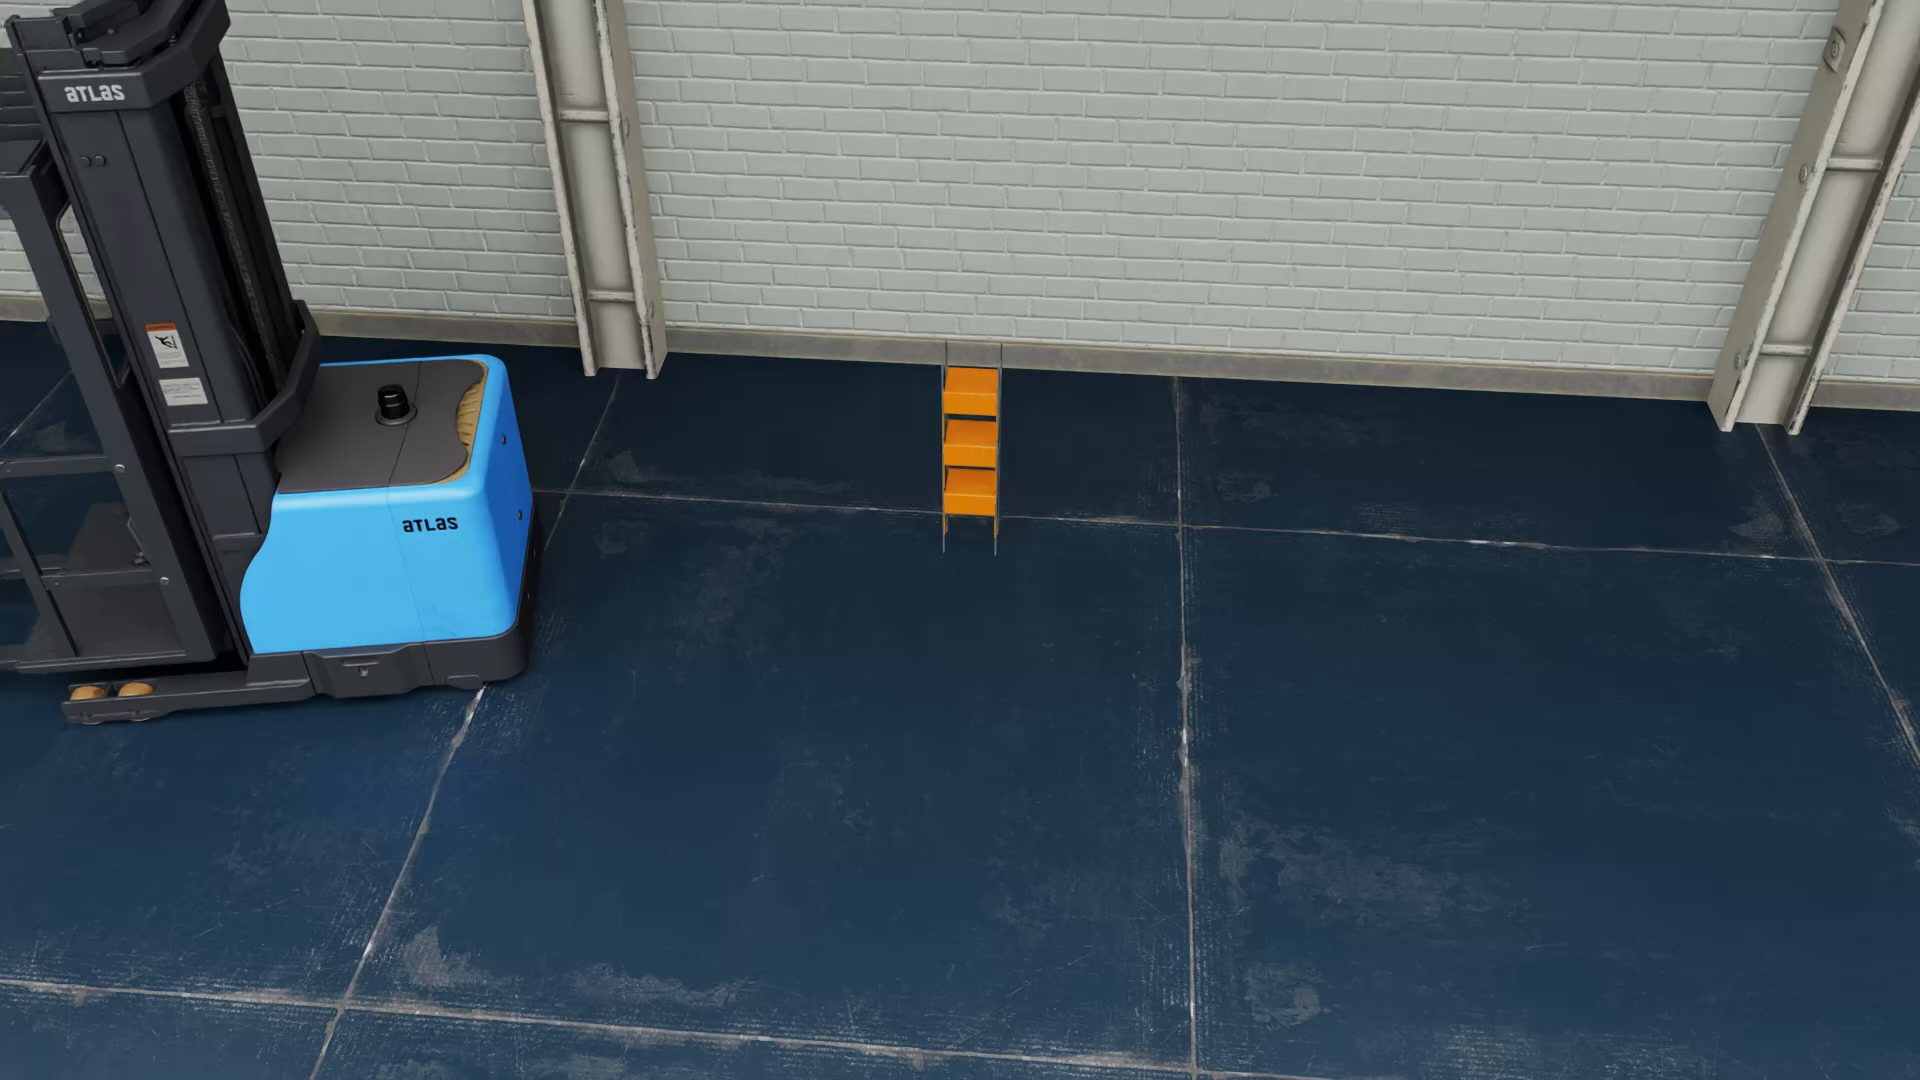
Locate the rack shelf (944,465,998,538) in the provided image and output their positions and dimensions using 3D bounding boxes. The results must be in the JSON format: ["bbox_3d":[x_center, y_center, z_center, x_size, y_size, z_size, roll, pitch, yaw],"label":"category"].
[{"bbox_3d":[0.053,-0.180,7.768,0.240,0.259,0.215,3,39,4],"label":"rack shelf"}]

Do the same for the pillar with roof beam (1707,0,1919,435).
[{"bbox_3d":[3.780,-1.434,2.553,0.400,9.000,9.100,3,39,4],"label":"pillar with roof beam"}]

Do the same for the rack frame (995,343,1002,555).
[{"bbox_3d":[0.175,-0.398,7.577,0.008,1.050,0.200,3,39,4],"label":"rack frame"}]

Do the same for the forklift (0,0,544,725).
[{"bbox_3d":[-3.414,-0.716,6.478,3.031,2.935,1.130,-4,39,-5],"label":"forklift"}]

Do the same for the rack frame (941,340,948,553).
[{"bbox_3d":[-0.068,-0.411,7.594,0.008,1.050,0.200,3,39,4],"label":"rack frame"}]

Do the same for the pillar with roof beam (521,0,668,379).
[{"bbox_3d":[-2.198,-1.761,2.955,0.400,9.000,9.100,3,39,4],"label":"pillar with roof beam"}]

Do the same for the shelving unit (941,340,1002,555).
[{"bbox_3d":[0.053,-0.404,7.585,0.252,1.050,0.215,3,39,4],"label":"shelving unit"}]

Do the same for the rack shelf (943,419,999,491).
[{"bbox_3d":[0.053,-0.396,7.592,0.240,0.259,0.215,3,39,4],"label":"rack shelf"}]

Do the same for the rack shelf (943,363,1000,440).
[{"bbox_3d":[0.053,-0.616,7.413,0.240,0.259,0.215,3,39,4],"label":"rack shelf"}]
